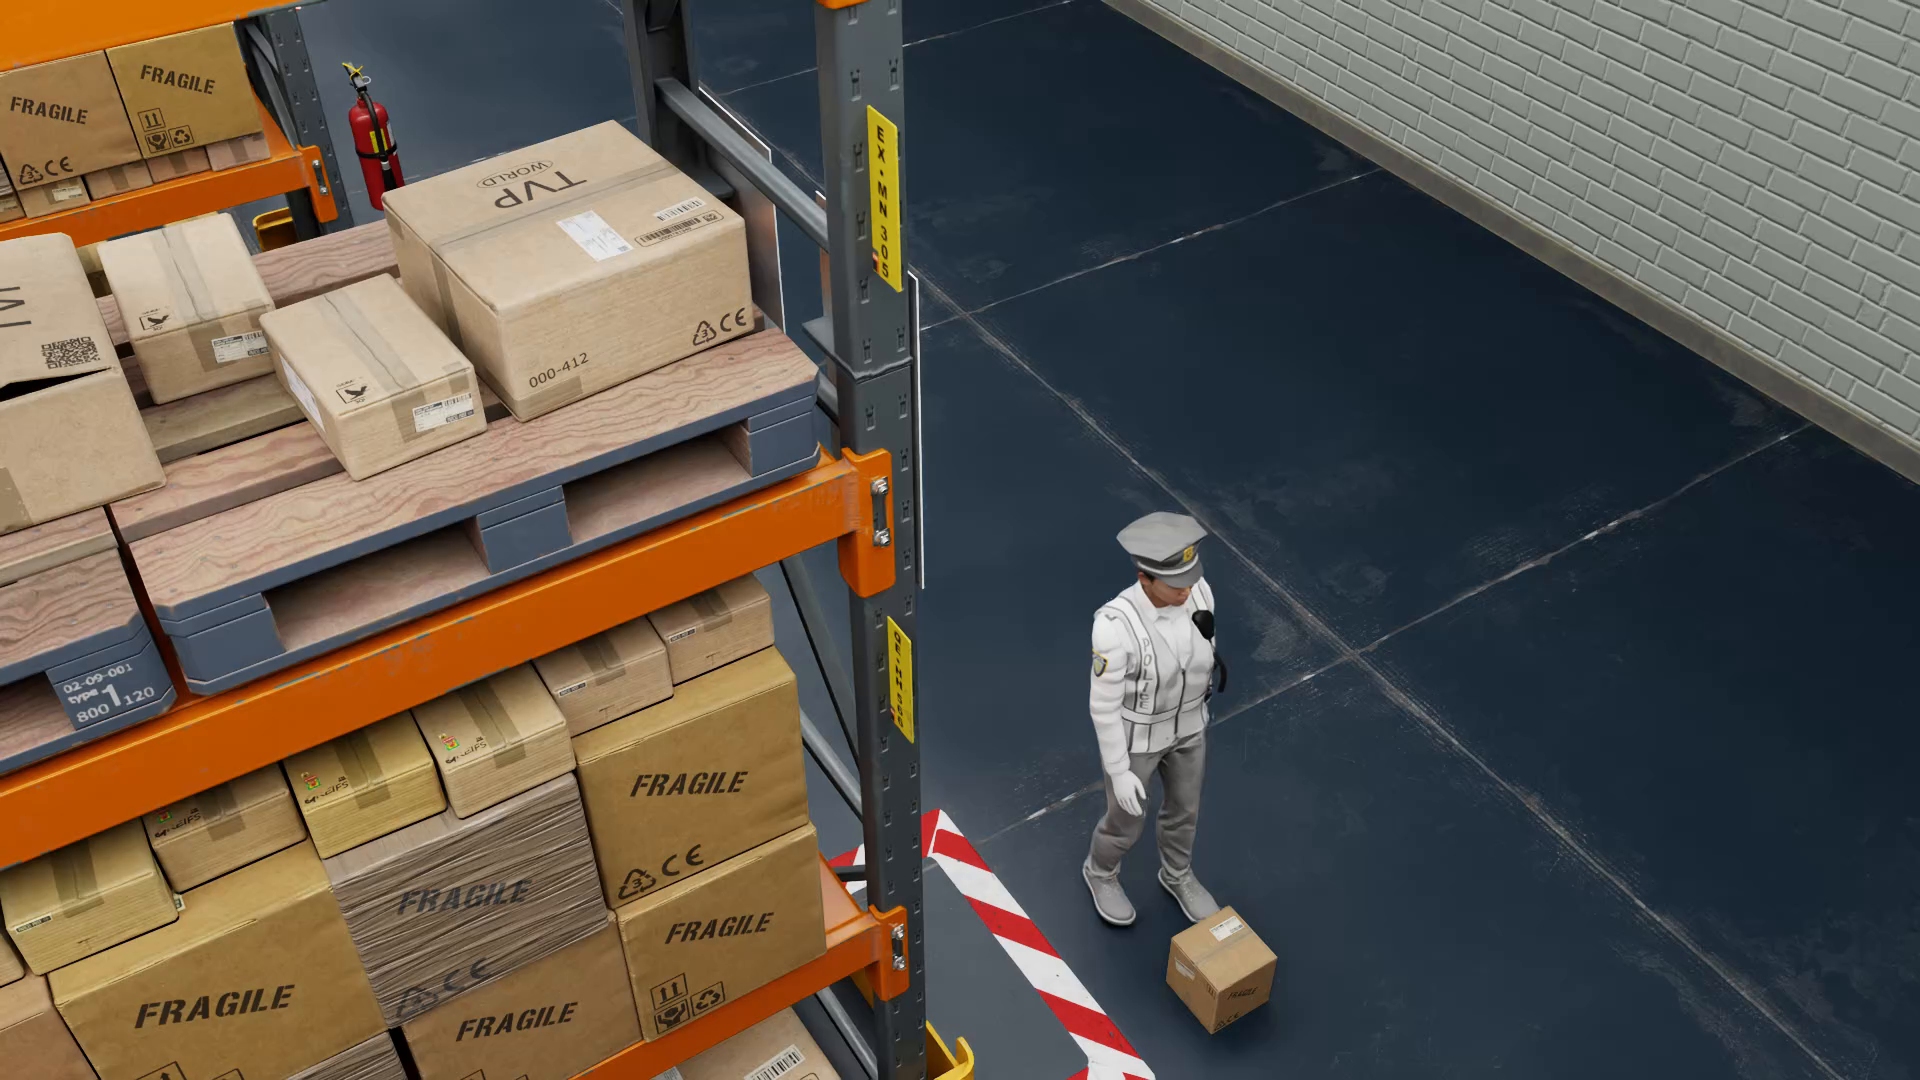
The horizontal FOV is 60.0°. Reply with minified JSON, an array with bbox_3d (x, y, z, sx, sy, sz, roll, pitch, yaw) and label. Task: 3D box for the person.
[{"bbox_3d":[0.658,0.649,5.386,0.519,1.691,0.459,-22,45,-23],"label":"person"}]
